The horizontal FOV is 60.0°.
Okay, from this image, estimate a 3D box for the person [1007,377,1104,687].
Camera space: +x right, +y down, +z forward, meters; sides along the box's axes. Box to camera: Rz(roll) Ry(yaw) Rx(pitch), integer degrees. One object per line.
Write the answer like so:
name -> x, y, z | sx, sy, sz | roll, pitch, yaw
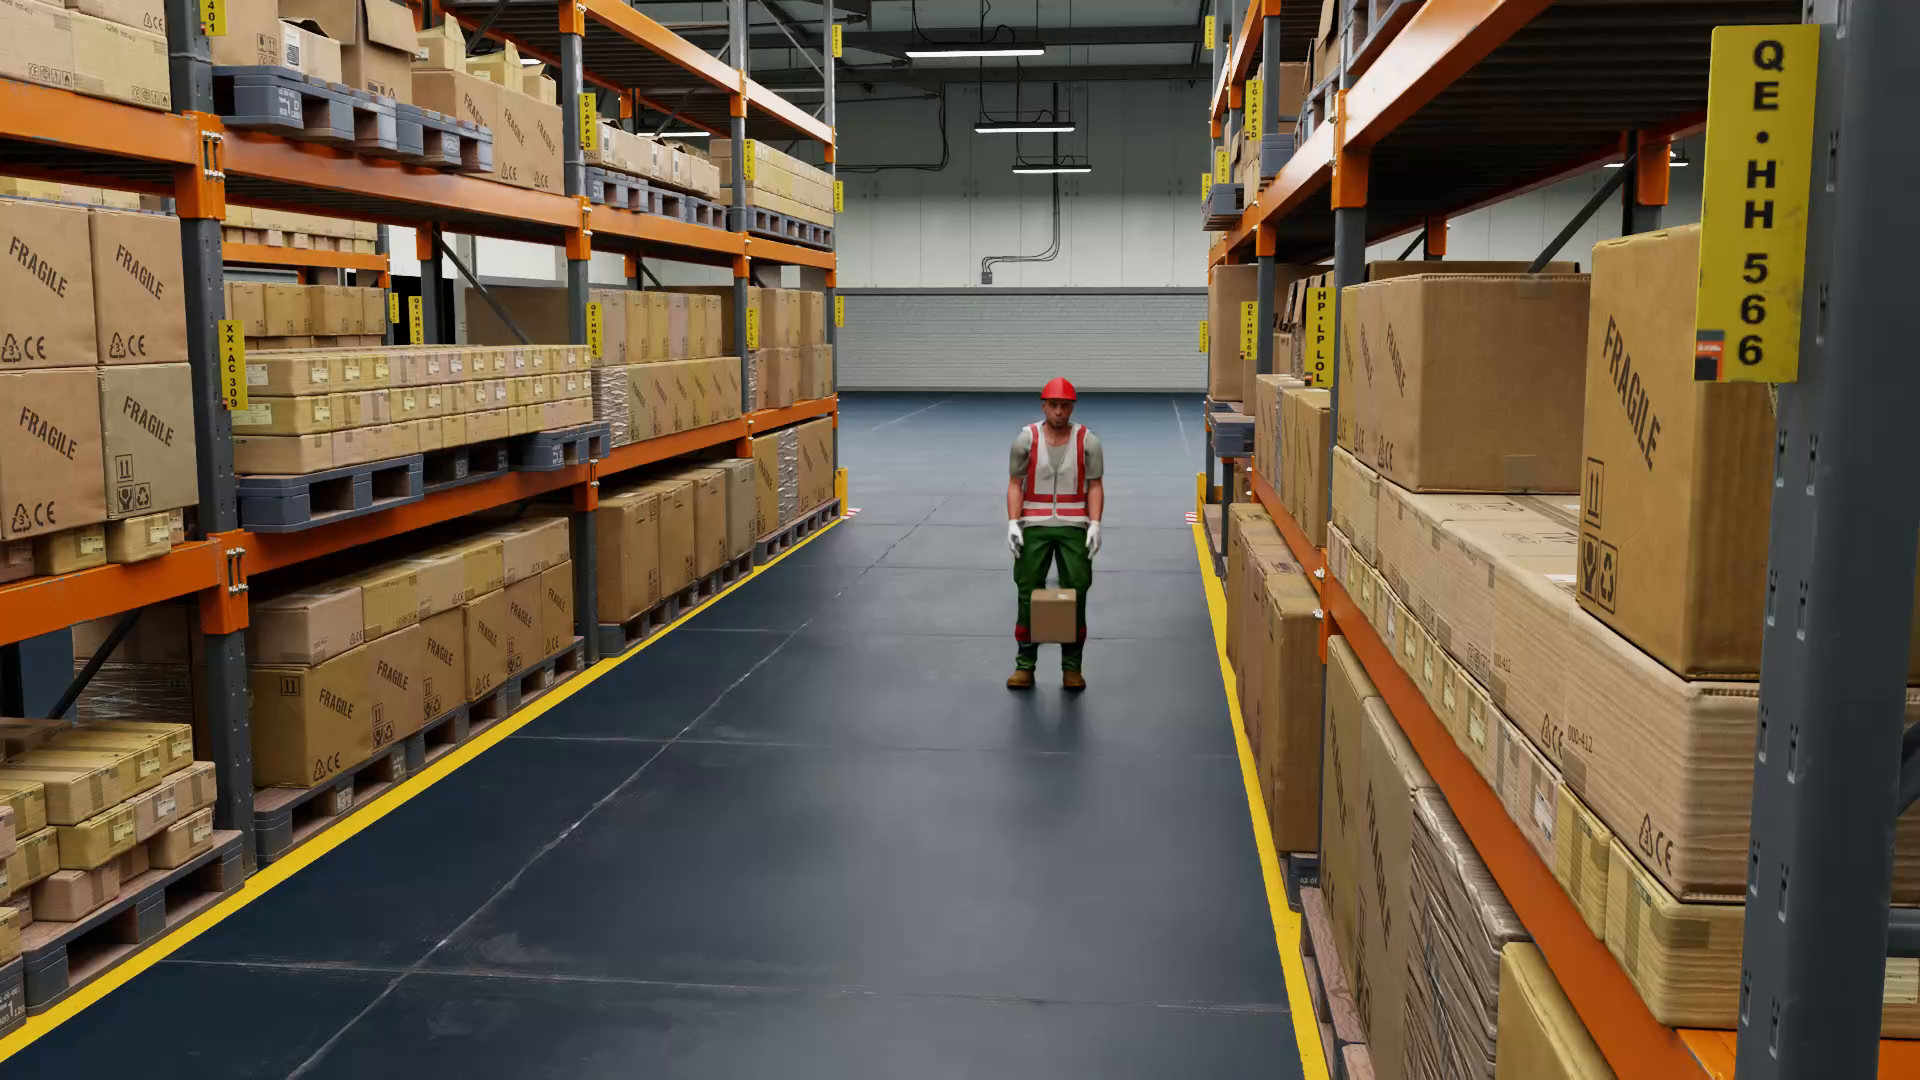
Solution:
person -> 0.547, -0.045, 9.554 | 0.555, 1.784, 0.422 | 1, 8, 4
